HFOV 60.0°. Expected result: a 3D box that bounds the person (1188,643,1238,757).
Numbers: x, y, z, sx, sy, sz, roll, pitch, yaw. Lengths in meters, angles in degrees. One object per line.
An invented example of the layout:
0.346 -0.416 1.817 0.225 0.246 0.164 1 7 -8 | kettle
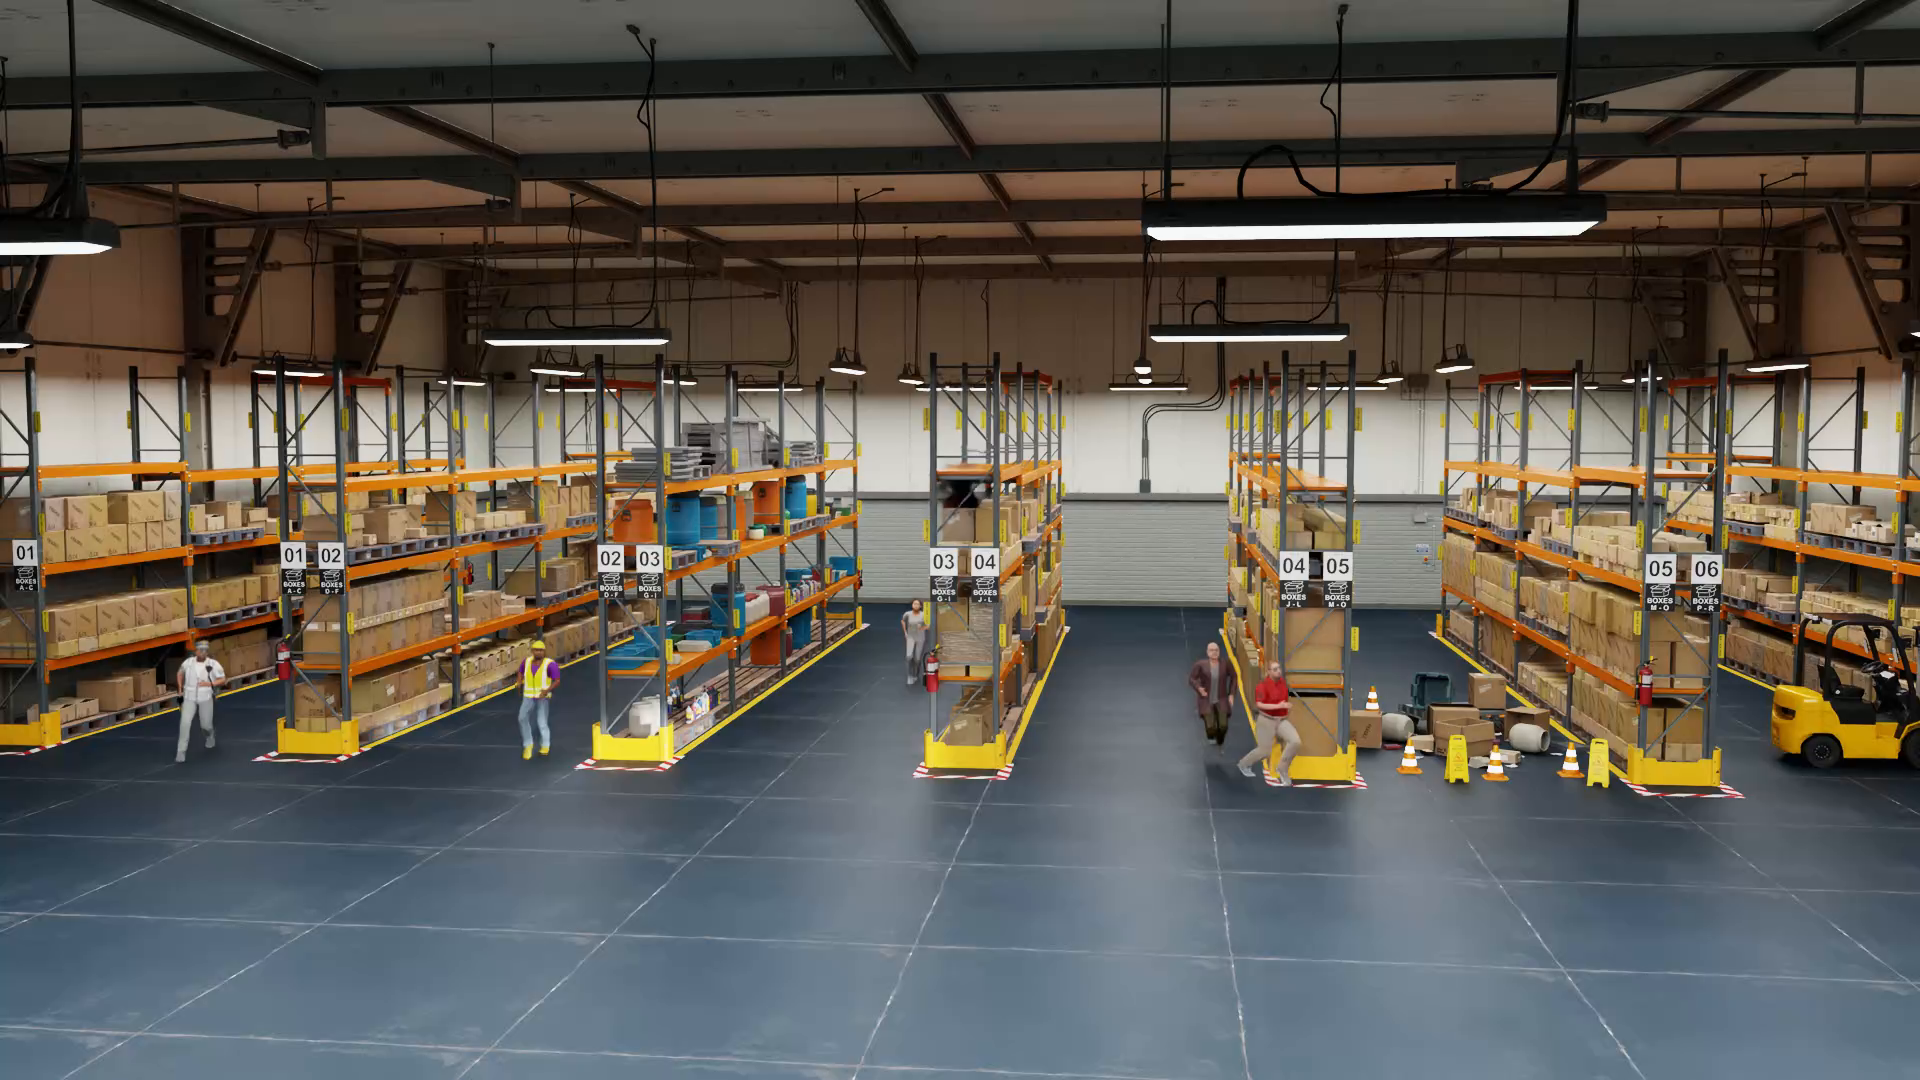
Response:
3.693 2.339 24.198 0.727 1.698 0.661 0 4 4 | person

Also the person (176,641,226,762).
-11.402 2.387 24.981 0.685 1.763 0.905 -1 4 -18 | person

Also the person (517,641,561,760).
-6.314 2.380 24.835 0.713 1.774 0.678 0 4 5 | person

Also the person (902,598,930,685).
-0.841 1.929 31.744 0.553 1.658 0.725 0 4 -1 | person

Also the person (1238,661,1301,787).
4.177 2.440 22.324 0.674 1.664 0.920 -2 5 -30 | person
